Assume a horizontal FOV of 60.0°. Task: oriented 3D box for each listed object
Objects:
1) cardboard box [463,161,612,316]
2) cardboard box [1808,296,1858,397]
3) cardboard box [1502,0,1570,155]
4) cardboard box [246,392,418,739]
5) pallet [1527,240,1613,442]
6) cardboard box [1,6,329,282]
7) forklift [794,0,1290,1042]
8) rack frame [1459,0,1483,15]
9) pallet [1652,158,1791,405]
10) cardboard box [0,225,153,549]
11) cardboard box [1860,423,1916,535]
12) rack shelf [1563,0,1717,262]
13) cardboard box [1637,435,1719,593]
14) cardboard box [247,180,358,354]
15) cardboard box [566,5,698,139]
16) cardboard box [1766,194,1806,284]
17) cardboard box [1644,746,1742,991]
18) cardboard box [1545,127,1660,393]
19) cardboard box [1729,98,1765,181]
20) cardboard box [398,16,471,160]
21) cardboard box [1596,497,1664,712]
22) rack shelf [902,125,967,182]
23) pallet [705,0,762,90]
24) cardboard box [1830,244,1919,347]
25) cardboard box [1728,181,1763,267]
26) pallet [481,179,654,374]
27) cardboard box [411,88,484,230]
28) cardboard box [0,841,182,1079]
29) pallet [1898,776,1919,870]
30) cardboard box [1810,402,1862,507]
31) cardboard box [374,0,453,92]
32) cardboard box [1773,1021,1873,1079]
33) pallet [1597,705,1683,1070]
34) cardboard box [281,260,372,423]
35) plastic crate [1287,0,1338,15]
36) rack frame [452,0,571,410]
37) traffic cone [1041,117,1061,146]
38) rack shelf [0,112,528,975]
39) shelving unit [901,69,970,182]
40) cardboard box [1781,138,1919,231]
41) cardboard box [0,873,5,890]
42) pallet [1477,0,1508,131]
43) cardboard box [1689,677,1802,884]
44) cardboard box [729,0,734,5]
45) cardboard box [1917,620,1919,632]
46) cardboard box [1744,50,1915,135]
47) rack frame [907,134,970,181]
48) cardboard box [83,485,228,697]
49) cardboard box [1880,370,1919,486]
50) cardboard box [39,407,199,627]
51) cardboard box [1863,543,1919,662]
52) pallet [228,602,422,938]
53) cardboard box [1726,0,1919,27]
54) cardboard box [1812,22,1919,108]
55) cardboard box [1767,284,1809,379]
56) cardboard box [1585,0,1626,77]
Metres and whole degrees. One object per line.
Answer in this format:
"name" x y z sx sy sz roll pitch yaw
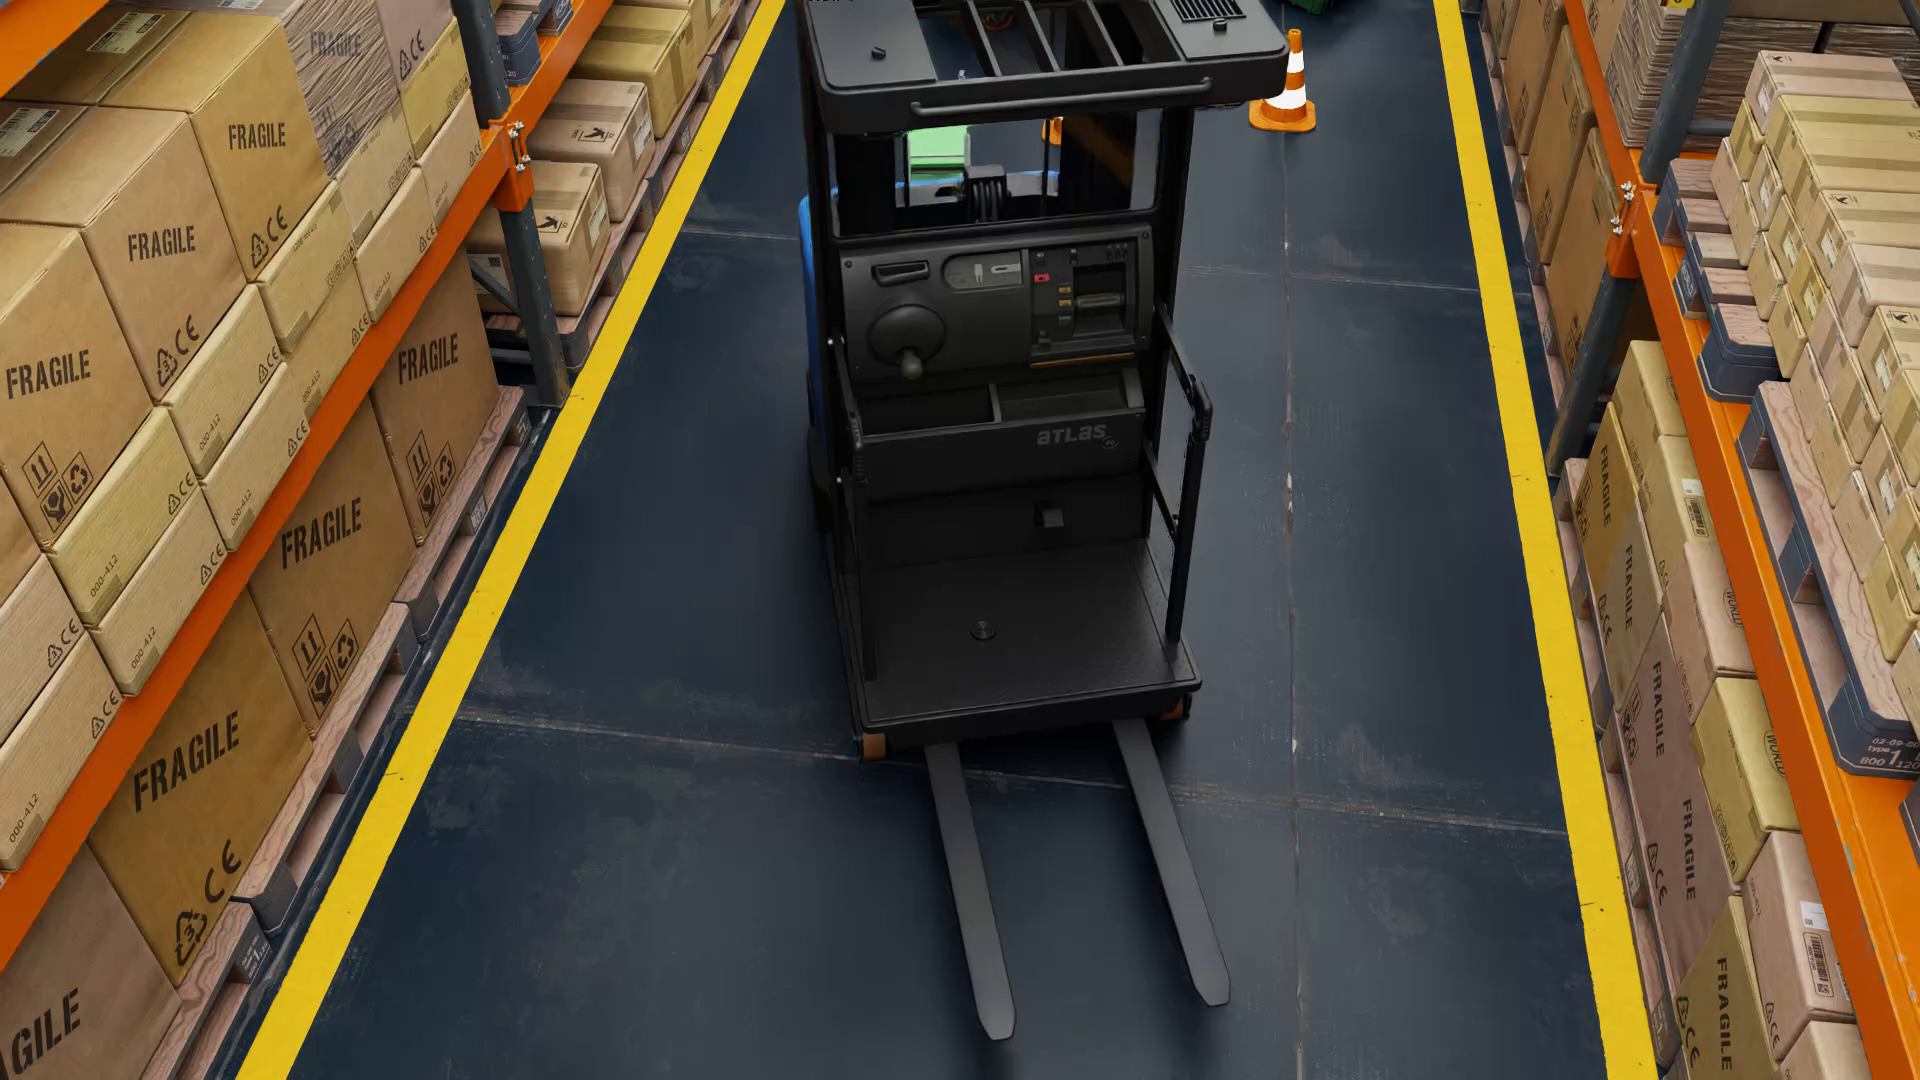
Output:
"cardboard box" -2.032 -1.290 7.037 0.950 0.372 0.625 3 43 3
"cardboard box" 2.408 -0.476 4.232 0.380 0.149 0.250 5 44 6
"cardboard box" 3.208 -2.300 7.828 1.050 0.750 0.750 5 44 6
"cardboard box" -2.412 -0.018 5.328 0.875 0.875 0.875 6 44 6
"pallet" 2.982 -0.845 6.989 1.003 0.211 1.213 5 44 6
"cardboard box" -2.058 -1.043 4.370 0.500 0.500 0.500 5 44 6
"forklift" 0.155 -0.613 4.765 1.130 2.935 3.031 -7 44 -7
"rack frame" 3.332 -4.053 8.349 1.000 3.000 0.127 5 44 6
"pallet" 2.815 -0.762 5.013 1.213 0.211 1.003 5 44 6
"cardboard box" -2.194 -0.346 3.634 0.500 0.500 0.500 4 44 4
"cardboard box" 2.340 -0.123 3.859 0.380 0.149 0.250 7 44 7
"rack shelf" 3.068 -2.429 7.157 1.077 0.370 4.000 5 44 6
"cardboard box" 2.405 -0.050 5.089 0.500 0.250 0.500 5 44 5
"cardboard box" -2.040 -0.781 4.639 0.500 0.250 0.500 4 44 4
"cardboard box" -1.836 -2.310 8.114 0.950 0.372 0.625 7 44 7
"cardboard box" 2.475 -0.818 4.593 0.380 0.149 0.250 4 44 4
"cardboard box" 2.263 0.928 4.601 0.500 0.500 0.500 4 44 5
"cardboard box" 2.973 -1.069 6.528 1.050 0.750 0.750 5 44 5
"cardboard box" 2.541 -1.185 4.981 0.380 0.149 0.250 7 44 7
"cardboard box" -1.929 -1.482 5.379 0.500 0.250 0.500 5 44 5
"cardboard box" 2.394 0.230 5.338 0.500 0.500 0.500 6 44 6
"rack shelf" -0.096 -1.508 6.365 0.258 0.148 0.480 -2 43 -2
"pallet" -1.689 -2.891 9.149 1.003 0.211 1.213 5 44 6
"cardboard box" 2.411 -0.592 4.138 0.380 0.149 0.250 7 44 7
"cardboard box" 2.509 -0.919 4.916 0.380 0.149 0.250 7 44 8
"pallet" -2.012 -1.228 7.393 1.003 0.211 1.213 5 44 6
"cardboard box" -1.926 -1.285 5.535 0.500 0.250 0.500 4 44 4
"cardboard box" -2.643 1.207 4.033 0.875 0.875 0.875 6 44 7
"pallet" 2.520 0.961 3.193 1.003 0.211 1.213 5 44 6
"cardboard box" 2.371 -0.198 4.155 0.380 0.149 0.250 6 44 6
"cardboard box" -1.926 -1.731 5.097 0.500 0.500 0.500 4 44 4
"cardboard box" 2.122 1.351 3.608 0.500 0.250 0.500 4 44 4
"pallet" 2.535 1.047 4.991 1.003 0.211 1.213 5 44 6
"cardboard box" -2.061 -0.594 4.805 0.500 0.250 0.500 5 44 5
"plastic crate" 2.057 -3.290 9.547 0.450 0.188 0.662 35 53 18
"rack frame" -2.117 -1.708 5.872 1.000 3.000 0.127 5 44 6
"traffic cone" 0.589 -2.252 8.292 0.336 0.463 0.334 5 44 6
"rack shelf" -2.381 -0.084 4.680 1.077 0.370 4.000 5 44 6
"shelving unit" -0.096 -1.206 6.651 0.258 1.200 0.503 -2 43 -2
"cardboard box" 2.481 -0.957 4.523 0.380 0.149 0.250 5 44 5
"cardboard box" -2.326 0.797 3.336 0.500 0.250 0.500 4 44 5
"pallet" 3.305 -2.508 8.745 1.003 0.211 1.213 5 44 6
"cardboard box" 2.259 0.641 4.359 0.500 0.250 0.500 3 44 4
"cardboard box" -1.655 -3.275 9.133 0.950 0.372 0.625 6 44 6
"cardboard box" 2.268 0.228 3.488 0.380 0.149 0.250 3 44 3
"cardboard box" 2.550 -1.304 4.890 0.380 0.149 0.250 5 44 6
"rack frame" -0.085 -1.039 6.474 0.240 1.200 0.015 -2 43 -2
"cardboard box" -2.175 0.096 4.076 0.500 0.250 0.500 5 44 5
"cardboard box" 2.341 -0.241 3.768 0.380 0.149 0.250 5 44 5
"cardboard box" -2.173 -0.083 3.901 0.500 0.250 0.500 6 44 6
"cardboard box" 2.300 0.161 3.775 0.380 0.149 0.250 7 44 7
"pallet" -2.459 0.664 5.395 1.003 0.211 1.213 5 44 6
"cardboard box" 2.873 -2.031 5.414 0.700 0.500 0.500 5 44 5
"cardboard box" 3.130 -1.645 5.733 0.500 0.500 0.500 6 44 6
"cardboard box" 2.439 -0.551 4.527 0.380 0.149 0.250 7 44 7
"cardboard box" 2.664 -2.034 6.144 0.500 0.500 0.500 5 44 6
